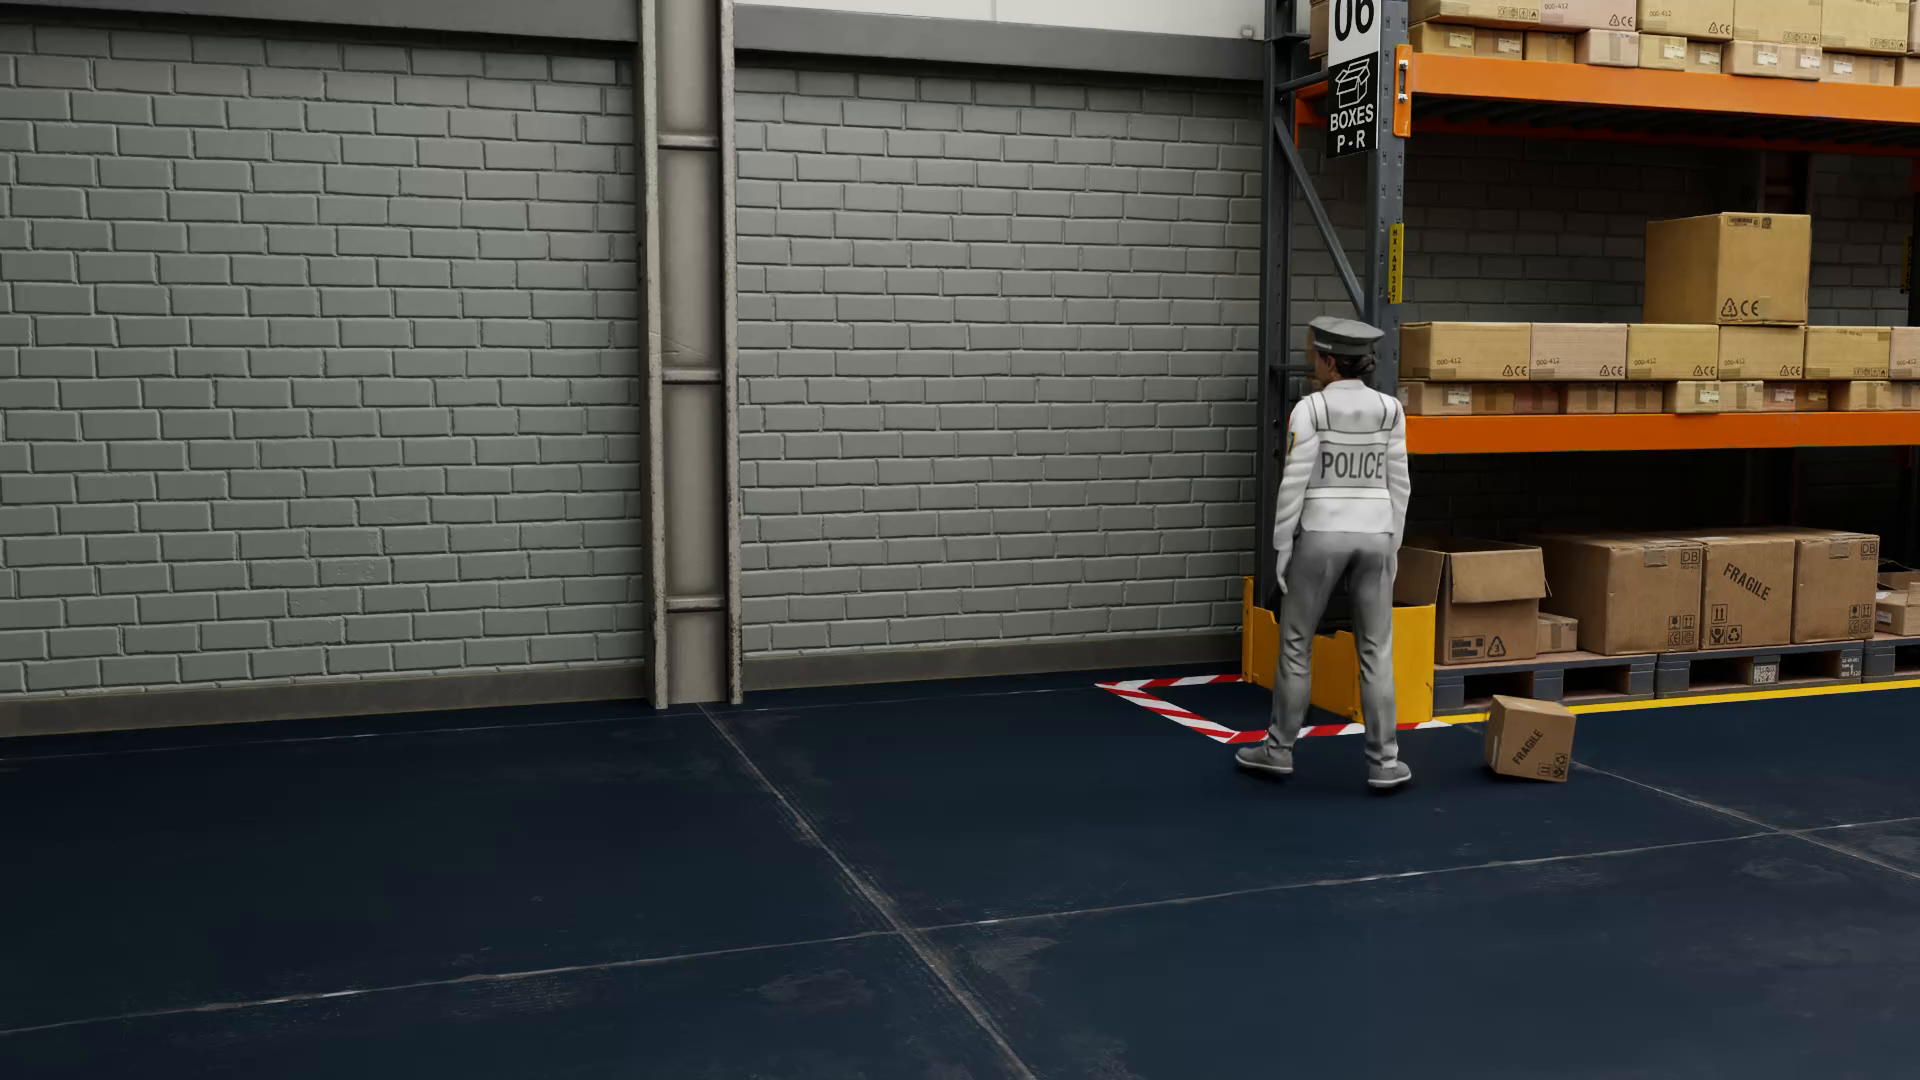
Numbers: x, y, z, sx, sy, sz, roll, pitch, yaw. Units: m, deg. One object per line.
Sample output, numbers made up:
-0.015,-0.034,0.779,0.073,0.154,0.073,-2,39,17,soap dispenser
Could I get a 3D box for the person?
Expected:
14.008,-1.909,4.461,25.355,5.850,6.398,-1,6,-7,person
